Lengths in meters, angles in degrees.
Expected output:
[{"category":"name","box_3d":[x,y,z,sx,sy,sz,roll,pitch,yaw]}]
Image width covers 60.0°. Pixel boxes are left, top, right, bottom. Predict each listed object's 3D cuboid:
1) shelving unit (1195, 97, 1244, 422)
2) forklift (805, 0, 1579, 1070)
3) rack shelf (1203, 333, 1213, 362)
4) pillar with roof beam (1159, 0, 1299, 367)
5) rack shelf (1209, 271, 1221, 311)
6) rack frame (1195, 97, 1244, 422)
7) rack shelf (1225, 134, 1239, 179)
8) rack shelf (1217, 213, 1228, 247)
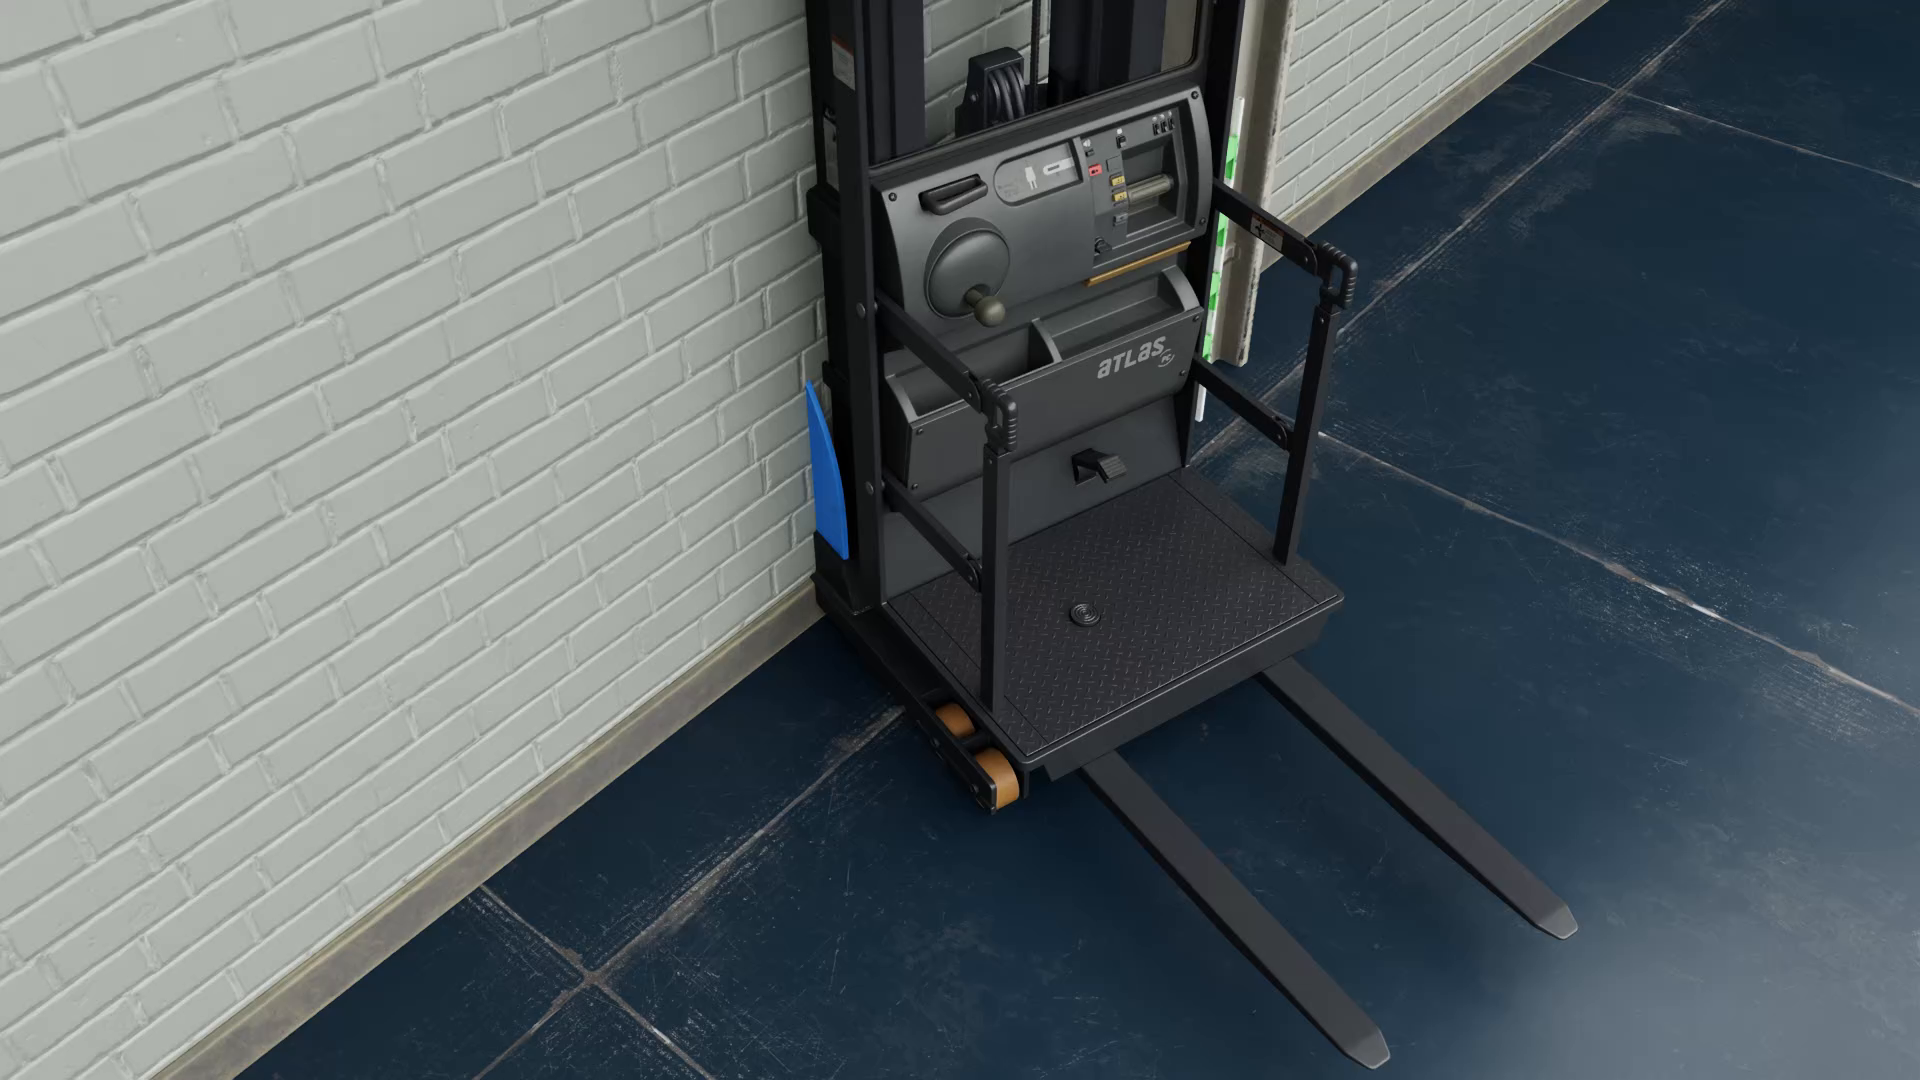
[{"category":"shelving unit","box_3d":[0.590,-0.767,5.199,0.258,1.200,0.503,26,48,26]},{"category":"forklift","box_3d":[0.347,-0.731,3.875,1.130,2.935,3.031,-24,47,-24]},{"category":"rack shelf","box_3d":[0.588,-0.542,5.404,0.258,0.148,0.480,26,48,26]},{"category":"pillar with roof beam","box_3d":[4.083,-2.074,0.842,9.100,9.000,0.400,29,50,28]},{"category":"rack shelf","box_3d":[0.589,-0.719,5.242,0.258,0.148,0.480,26,48,26]},{"category":"rack frame","box_3d":[0.733,-0.899,5.346,0.240,1.200,0.015,26,48,26]},{"category":"rack shelf","box_3d":[0.592,-1.075,4.919,0.258,0.148,0.480,26,48,26]},{"category":"rack shelf","box_3d":[0.591,-0.897,5.081,0.258,0.148,0.480,26,48,26]}]
